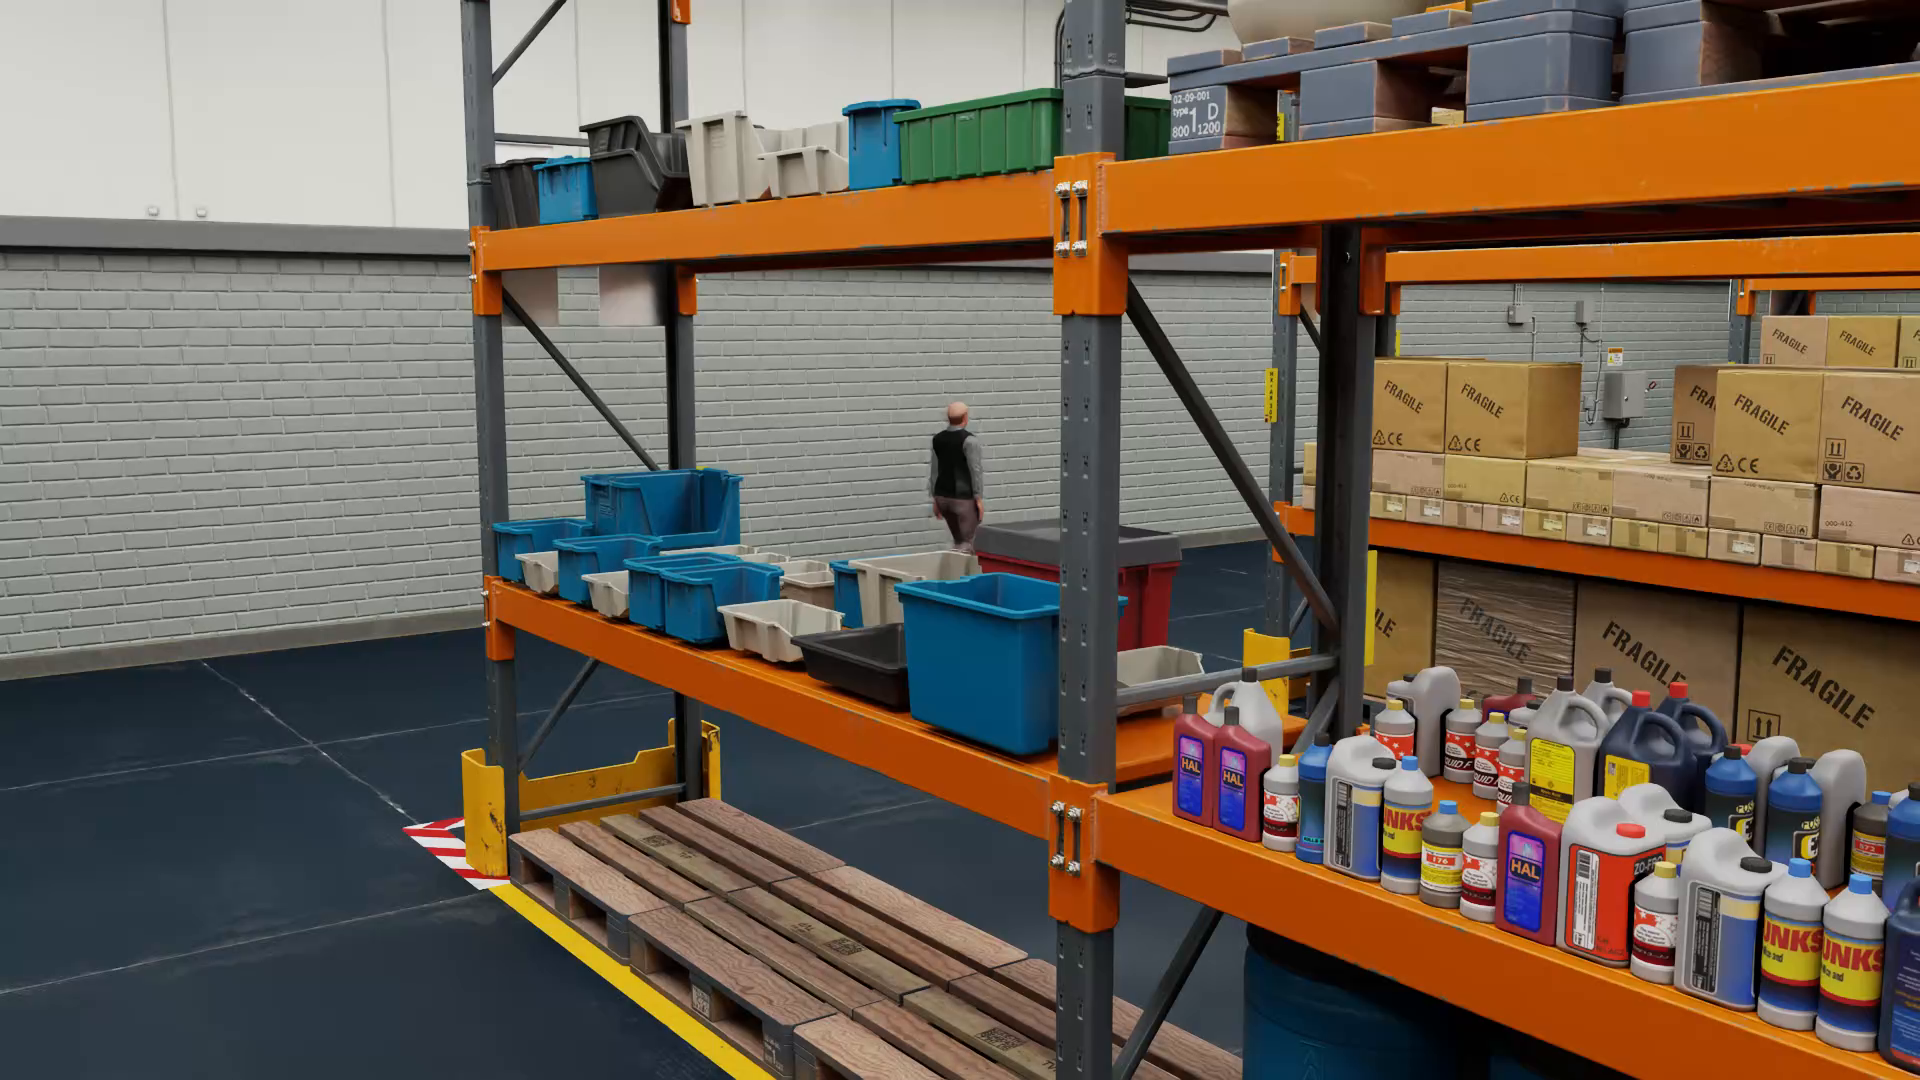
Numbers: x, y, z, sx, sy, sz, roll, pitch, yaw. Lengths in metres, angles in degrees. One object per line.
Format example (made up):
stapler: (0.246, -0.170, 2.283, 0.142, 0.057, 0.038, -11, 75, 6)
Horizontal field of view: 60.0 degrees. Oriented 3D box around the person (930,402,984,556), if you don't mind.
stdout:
person: (-0.044, -0.335, 14.297, 0.536, 1.702, 0.796, 7, 11, 43)
